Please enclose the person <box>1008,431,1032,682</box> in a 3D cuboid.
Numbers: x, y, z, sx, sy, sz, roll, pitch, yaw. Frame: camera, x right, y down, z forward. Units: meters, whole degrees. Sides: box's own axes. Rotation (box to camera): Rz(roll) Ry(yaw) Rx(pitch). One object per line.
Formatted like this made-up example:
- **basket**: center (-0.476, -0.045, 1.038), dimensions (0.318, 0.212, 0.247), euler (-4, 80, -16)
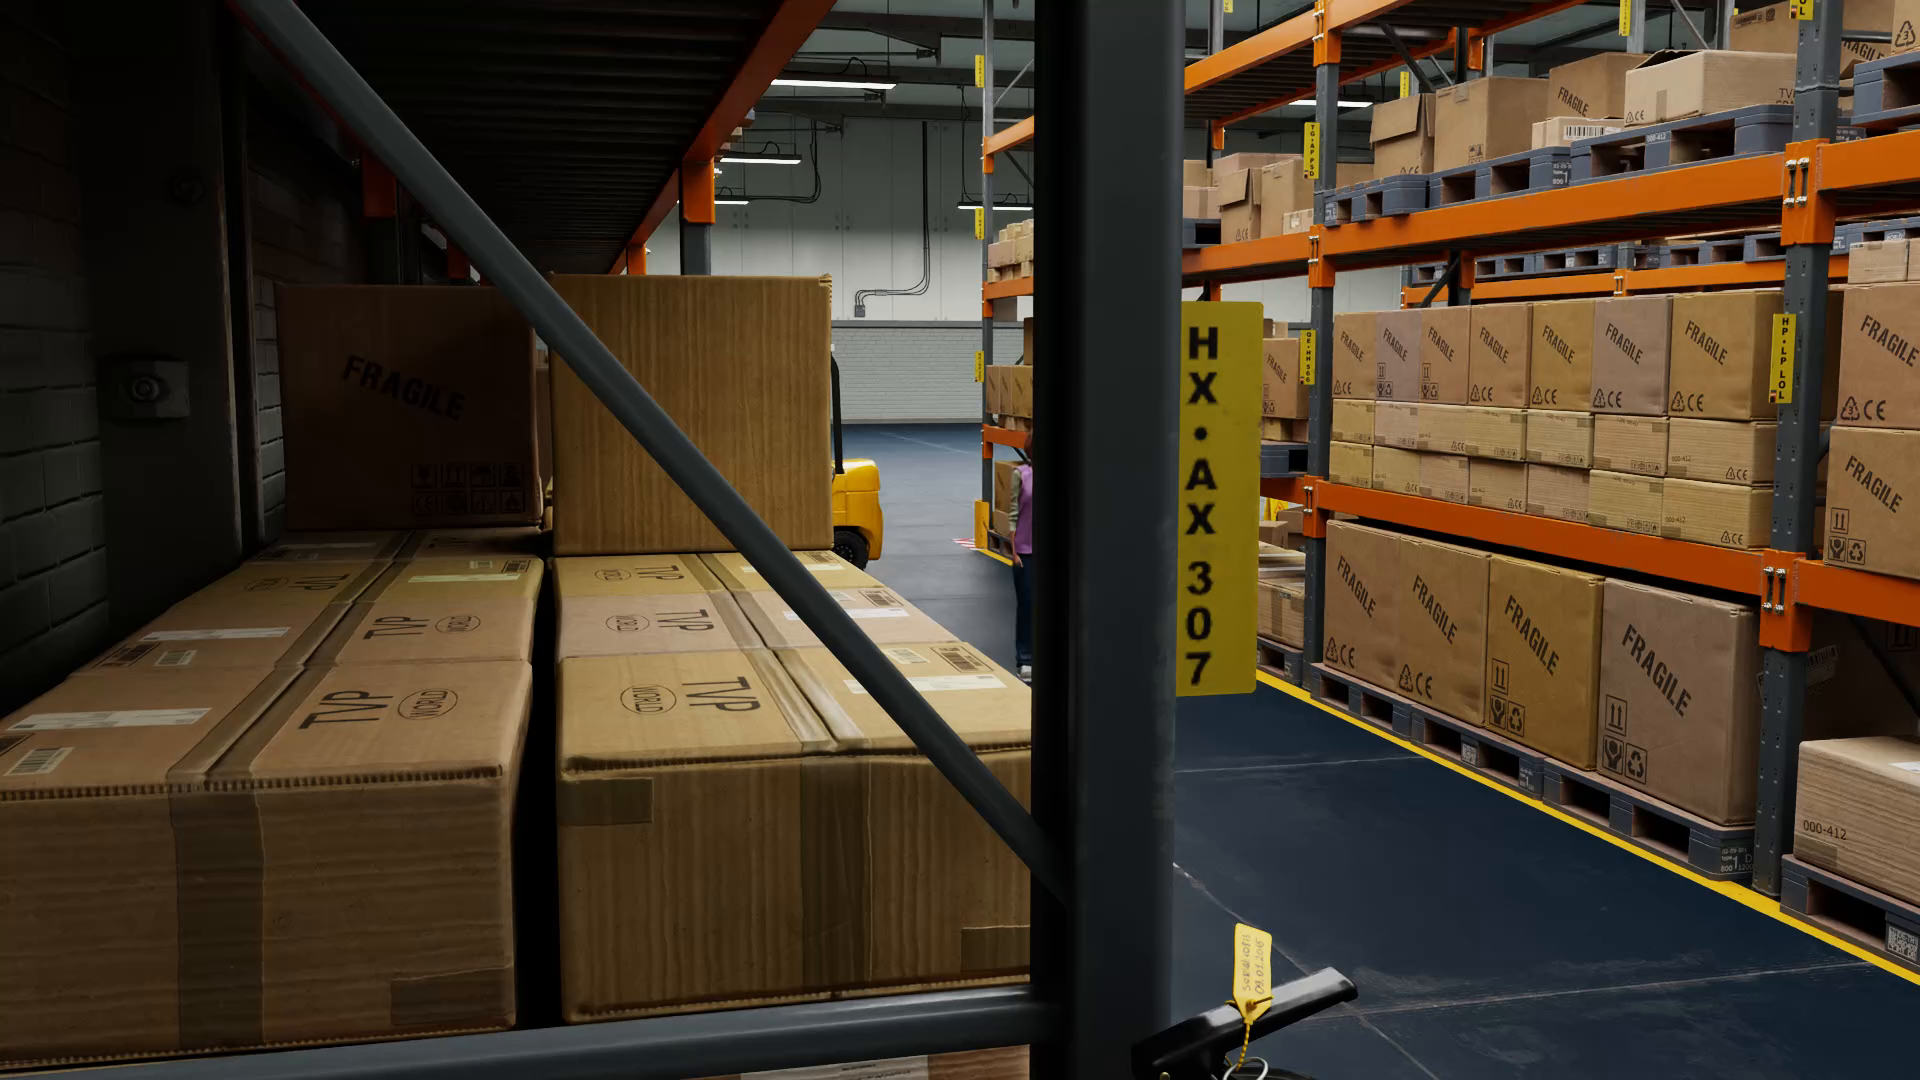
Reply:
- **person**: center (0.510, 0.116, 10.526), dimensions (0.414, 1.649, 0.357), euler (-1, 6, -13)
